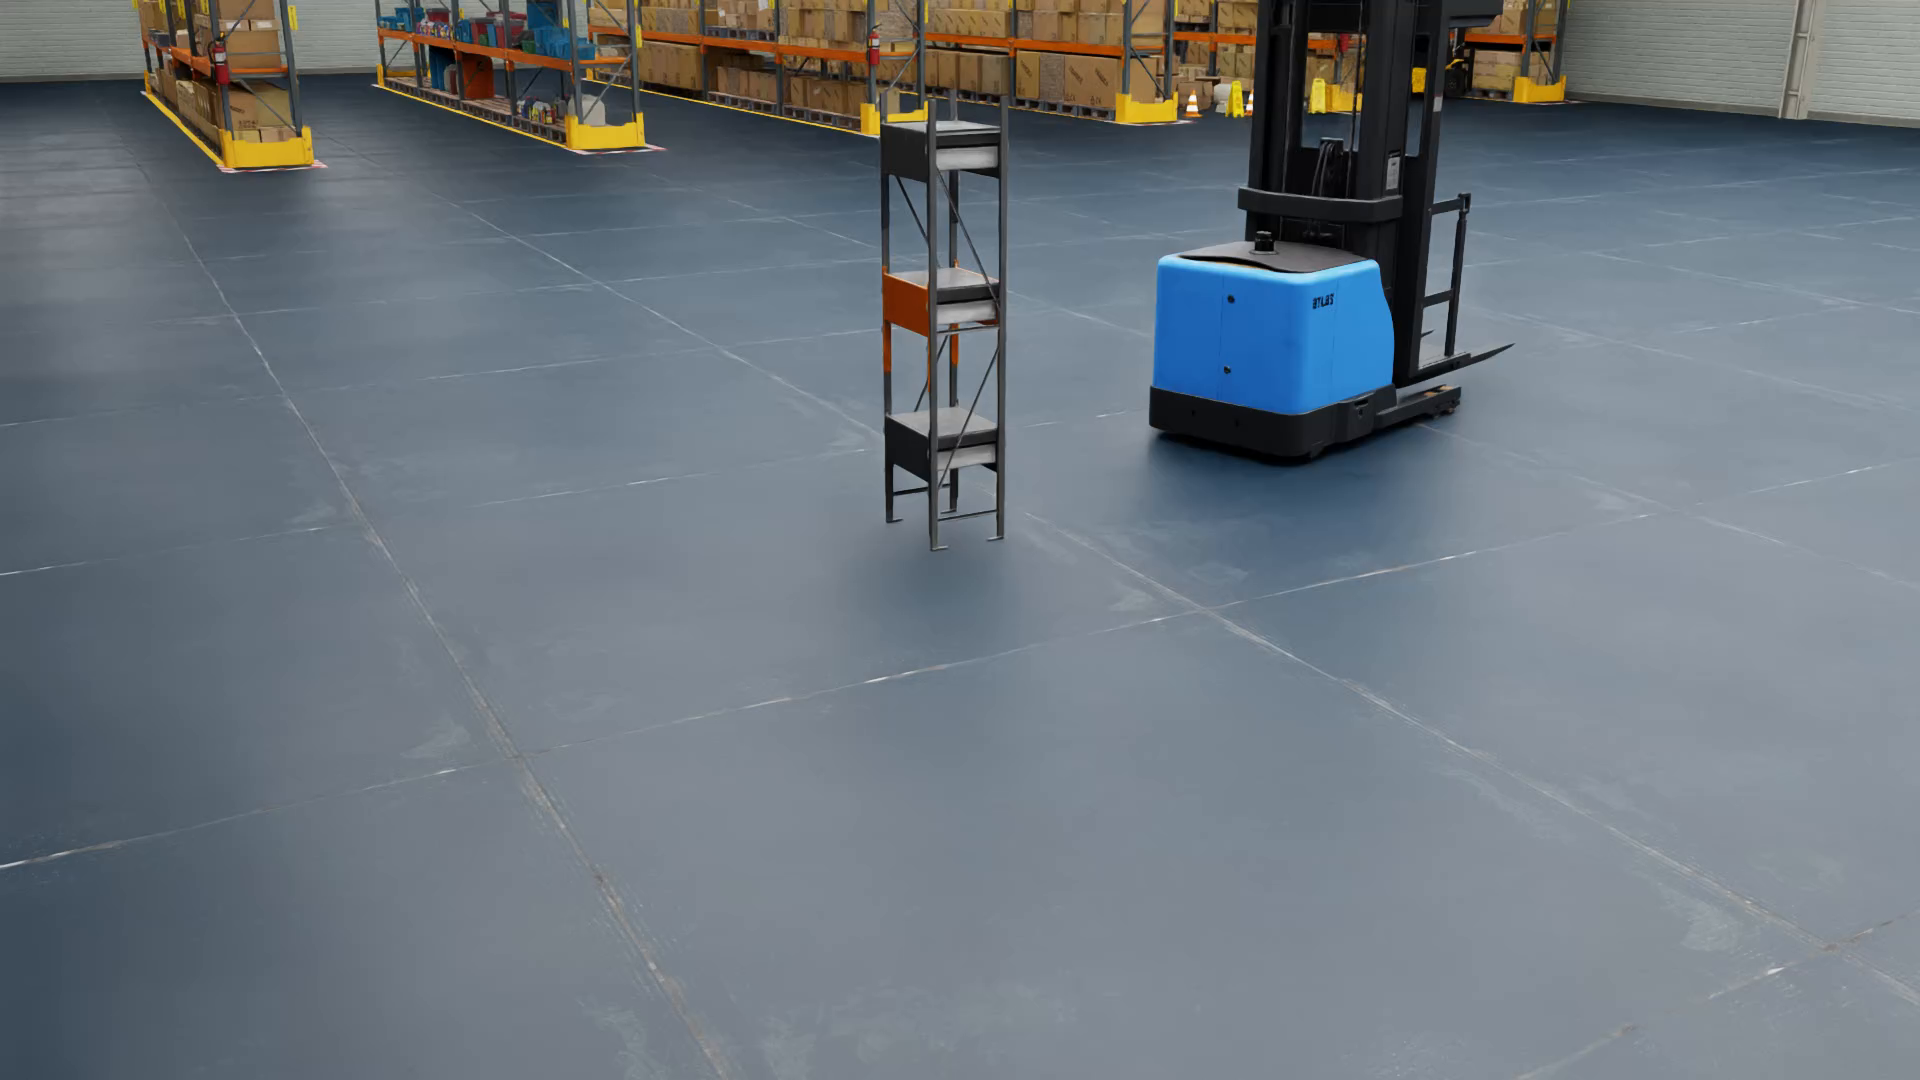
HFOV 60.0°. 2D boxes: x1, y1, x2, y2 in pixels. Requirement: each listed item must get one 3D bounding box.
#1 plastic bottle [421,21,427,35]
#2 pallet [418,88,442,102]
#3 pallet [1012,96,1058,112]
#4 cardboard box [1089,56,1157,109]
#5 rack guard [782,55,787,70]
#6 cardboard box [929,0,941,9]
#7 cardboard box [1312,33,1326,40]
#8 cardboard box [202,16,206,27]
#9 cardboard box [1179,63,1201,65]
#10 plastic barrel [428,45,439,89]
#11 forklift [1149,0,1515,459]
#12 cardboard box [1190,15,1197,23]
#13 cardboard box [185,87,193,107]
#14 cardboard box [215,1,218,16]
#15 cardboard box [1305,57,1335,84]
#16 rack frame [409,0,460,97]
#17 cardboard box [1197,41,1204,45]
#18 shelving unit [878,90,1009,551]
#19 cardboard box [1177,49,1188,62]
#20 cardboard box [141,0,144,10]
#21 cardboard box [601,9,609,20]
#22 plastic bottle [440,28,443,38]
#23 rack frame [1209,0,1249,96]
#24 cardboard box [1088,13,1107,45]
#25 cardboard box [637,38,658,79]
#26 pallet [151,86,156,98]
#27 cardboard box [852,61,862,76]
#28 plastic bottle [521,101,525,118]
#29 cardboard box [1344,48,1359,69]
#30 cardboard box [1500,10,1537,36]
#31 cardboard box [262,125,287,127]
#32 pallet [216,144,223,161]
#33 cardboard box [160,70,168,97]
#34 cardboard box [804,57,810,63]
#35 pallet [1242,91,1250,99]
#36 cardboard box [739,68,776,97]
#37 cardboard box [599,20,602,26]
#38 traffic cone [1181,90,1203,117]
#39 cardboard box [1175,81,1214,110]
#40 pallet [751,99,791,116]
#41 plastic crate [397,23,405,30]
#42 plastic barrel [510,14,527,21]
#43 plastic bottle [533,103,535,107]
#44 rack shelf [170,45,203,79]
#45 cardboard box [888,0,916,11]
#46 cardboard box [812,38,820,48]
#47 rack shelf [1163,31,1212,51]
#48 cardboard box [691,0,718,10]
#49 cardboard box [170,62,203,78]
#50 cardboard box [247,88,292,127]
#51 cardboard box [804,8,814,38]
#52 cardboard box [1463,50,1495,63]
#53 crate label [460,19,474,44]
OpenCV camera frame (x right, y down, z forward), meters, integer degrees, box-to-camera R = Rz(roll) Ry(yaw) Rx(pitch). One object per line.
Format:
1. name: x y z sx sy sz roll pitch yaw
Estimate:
1. plastic bottle: -11.052 -10.587 34.405 0.152 0.276 0.135 -10 21 -27
2. pallet: -10.781 -9.397 35.040 1.003 0.211 1.213 -10 21 -27
3. pallet: 1.752 -8.604 32.743 1.003 0.211 1.213 -10 21 -27
4. cardboard box: 2.979 -8.383 30.441 0.875 0.875 0.875 -10 21 -26
5. rack guard: -4.202 -12.394 43.283 1.175 0.500 0.348 -10 21 -27
6. cardboard box: -0.235 -11.691 35.726 0.700 0.500 0.500 -10 21 -27
7. cardboard box: 7.084 -9.811 32.351 0.380 0.149 0.250 -10 22 -27
8. cardboard box: -11.100 -7.758 24.867 0.380 0.149 0.250 -11 22 -28
9. cardboard box: 4.841 -10.460 37.231 0.950 0.372 0.625 -9 21 -25
10. plastic barrel: -10.867 -9.991 35.059 0.600 0.901 0.708 -10 21 -27
11. forklift: 2.505 -2.243 10.137 1.130 2.935 3.031 17 25 41
12. cardboard box: 5.171 -11.212 35.766 0.380 0.149 0.250 -11 22 -28
13. cardboard box: -12.605 -7.408 27.713 0.500 0.311 0.500 -10 21 -27
14. cardboard box: -10.264 -7.694 23.687 0.700 0.500 0.500 -11 22 -28
15. cardboard box: 7.058 -9.243 32.741 0.500 0.500 0.500 -10 21 -26
16. rack frame: -11.111 -10.943 35.245 1.000 3.000 0.127 -10 21 -27
17. cardboard box: 6.472 -13.127 43.768 0.380 0.149 0.250 -11 22 -28
18. shelving unit: -0.079 -1.040 7.927 0.431 2.100 0.503 -10 21 -27
19. cardboard box: 6.230 -13.169 45.174 0.500 0.311 0.500 -9 21 -25
20. cardboard box: -16.662 -11.238 34.414 0.500 0.500 0.500 -10 22 -27
21. cardboard box: -8.173 -12.455 39.403 0.500 0.250 0.500 -11 22 -28
22. plastic bottle: -10.251 -10.049 32.958 0.097 0.201 0.097 0 19 0
23. rack frame: 5.768 -10.949 35.262 1.000 3.000 0.127 -10 21 -27
24. cardboard box: 2.863 -9.329 30.340 0.875 0.550 0.550 -10 21 -27
25. cardboard box: -6.995 -11.106 38.332 0.875 0.875 0.875 -10 21 -27
26. pallet: -16.956 -9.756 36.082 1.003 0.211 1.213 -10 21 -27
27. cardboard box: -2.221 -11.213 39.217 0.500 0.500 0.500 -9 21 -25
28. plastic bottle: -7.369 -7.319 28.244 0.152 0.276 0.135 -9 21 -25
29. cardboard box: 9.516 -11.166 38.890 0.875 0.625 0.625 -10 22 -27
30. cardboard box: 11.570 -10.718 34.441 0.500 0.500 0.500 -11 22 -28
31. cardboard box: -10.073 -5.962 24.382 0.500 0.250 0.500 -10 21 -27
32. pallet: -10.173 -5.627 24.114 1.003 0.211 1.213 -10 21 -27
33. cardboard box: -15.457 -9.026 32.849 0.500 0.500 0.500 -11 22 -29
34. cardboard box: -3.705 -12.103 41.878 0.380 0.149 0.250 -11 22 -29
35. pallet: 6.118 -9.443 35.174 1.003 0.211 1.213 -10 21 -27
36. cardboard box: -3.967 -9.080 33.004 0.700 0.500 0.500 -8 21 -22
37. cardboard box: -8.403 -12.365 39.752 0.380 0.149 0.250 -10 22 -27
38. traffic cone: 4.357 -8.178 31.121 0.336 0.463 0.334 -10 21 -27
39. cardboard box: 4.606 -8.732 32.666 0.637 0.503 0.797 7 20 20
40. pallet: -3.324 -8.319 31.915 1.003 0.211 1.213 -10 21 -27
41. plastic crate: -12.202 -11.300 36.592 0.293 0.136 0.466 -10 21 -27
42. plastic barrel: -7.922 -9.230 30.073 0.433 0.535 0.433 0 19 0
43. plastic bottle: -7.101 -7.178 27.843 0.097 0.271 0.097 0 19 0
44. rack shelf: -12.623 -8.114 28.151 1.077 0.370 4.000 -10 21 -27
45. cardboard box: -1.075 -9.126 27.838 0.500 0.500 0.500 -10 21 -27
46. cardboard box: -2.392 -8.758 29.299 0.380 0.149 0.250 -10 21 -27
47. rack shelf: 4.819 -11.183 37.043 1.077 0.370 4.000 -10 21 -27
48. cardboard box: -5.185 -11.296 34.577 0.797 0.503 0.637 -9 21 -25
49. cardboard box: -14.254 -8.657 30.629 0.500 0.250 0.500 -9 21 -25
50. cardboard box: -10.071 -6.317 24.261 0.500 0.500 0.500 -10 21 -27
51. cardboard box: -2.261 -9.186 29.544 0.875 0.500 0.500 -10 21 -27
52. cardboard box: 11.045 -10.314 35.463 0.500 0.250 0.500 -10 21 -26
53. crate label: -8.978 -9.484 30.964 0.502 0.435 0.616 -10 21 -27
